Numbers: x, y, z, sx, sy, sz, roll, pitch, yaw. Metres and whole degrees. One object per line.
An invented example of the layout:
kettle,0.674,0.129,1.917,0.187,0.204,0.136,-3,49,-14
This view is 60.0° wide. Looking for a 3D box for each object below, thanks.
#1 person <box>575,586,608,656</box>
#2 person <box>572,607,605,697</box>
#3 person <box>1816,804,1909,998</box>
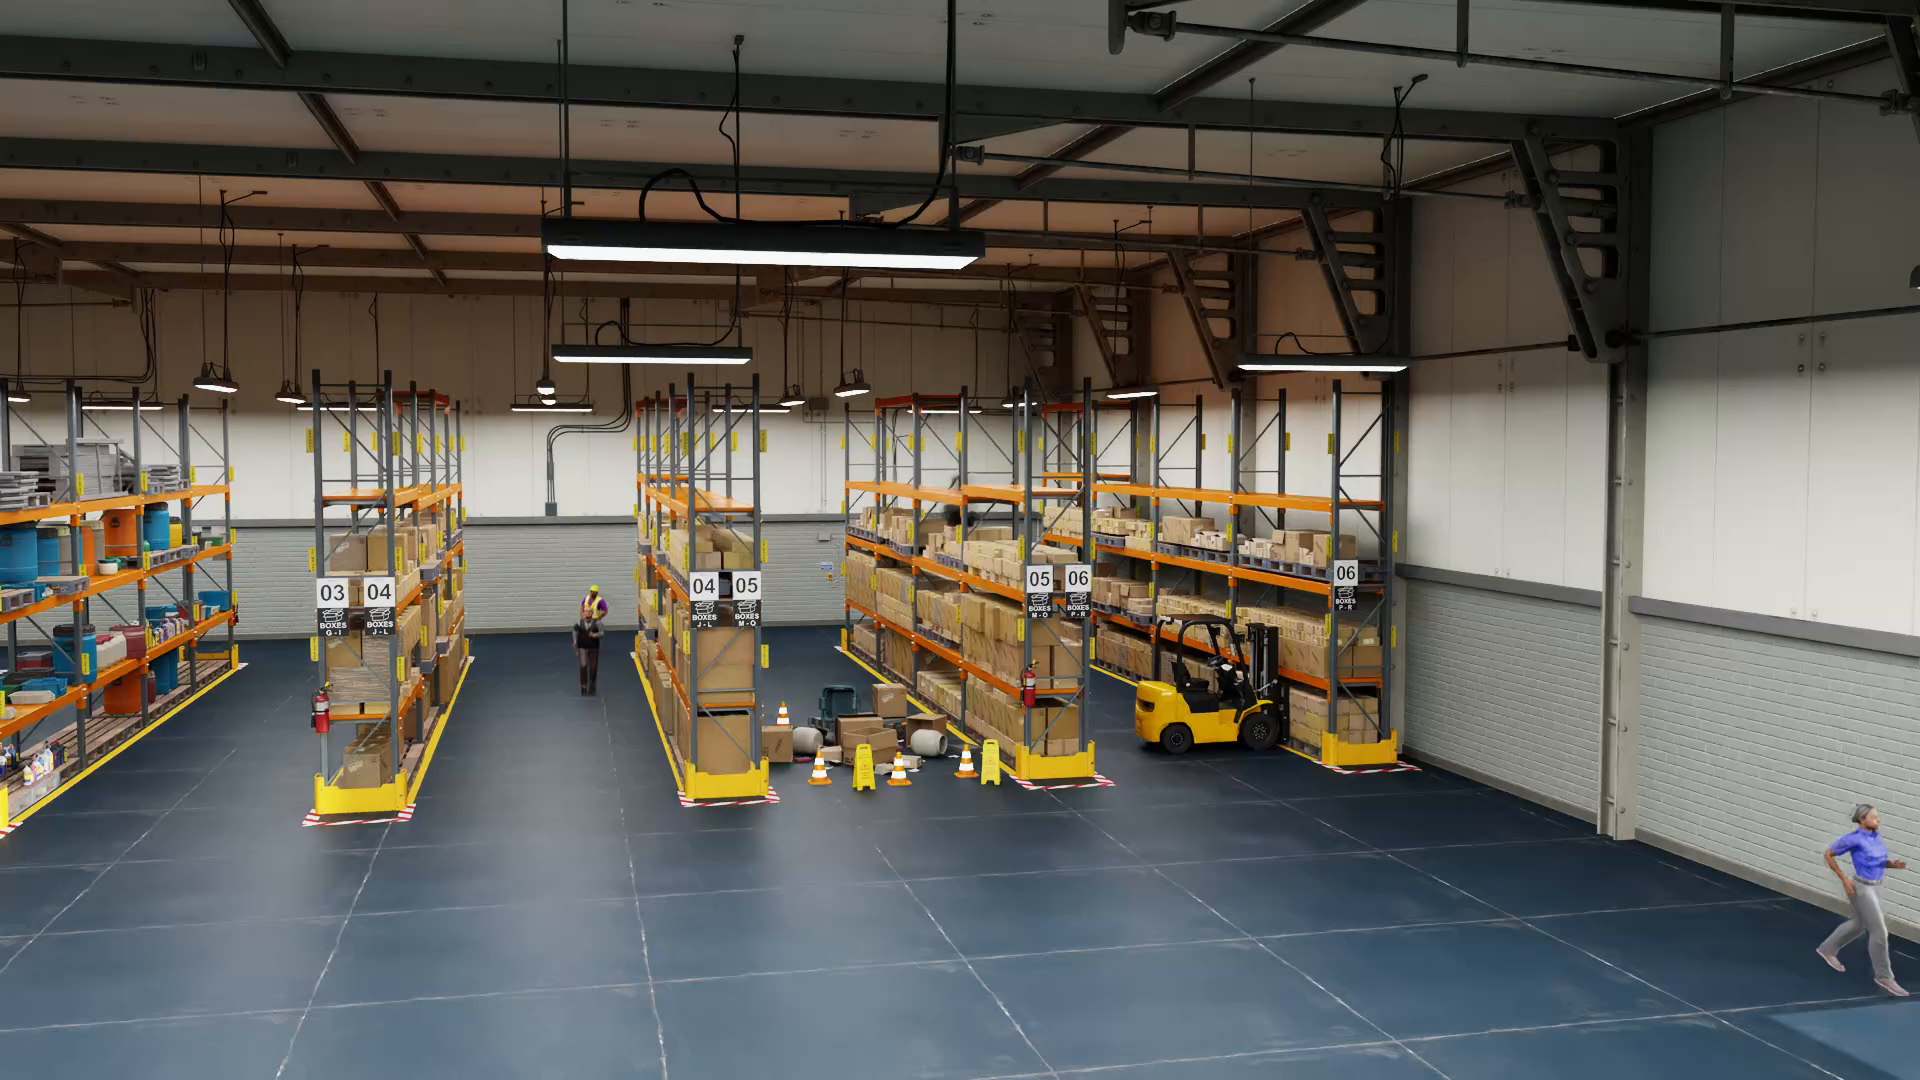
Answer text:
person,-8.662,1.898,39.343,0.744,1.674,0.681,1,4,22
person,-7.433,2.220,33.270,0.630,1.780,0.776,-1,3,-14
person,8.344,3.271,15.342,0.562,1.682,0.867,-3,4,-38
